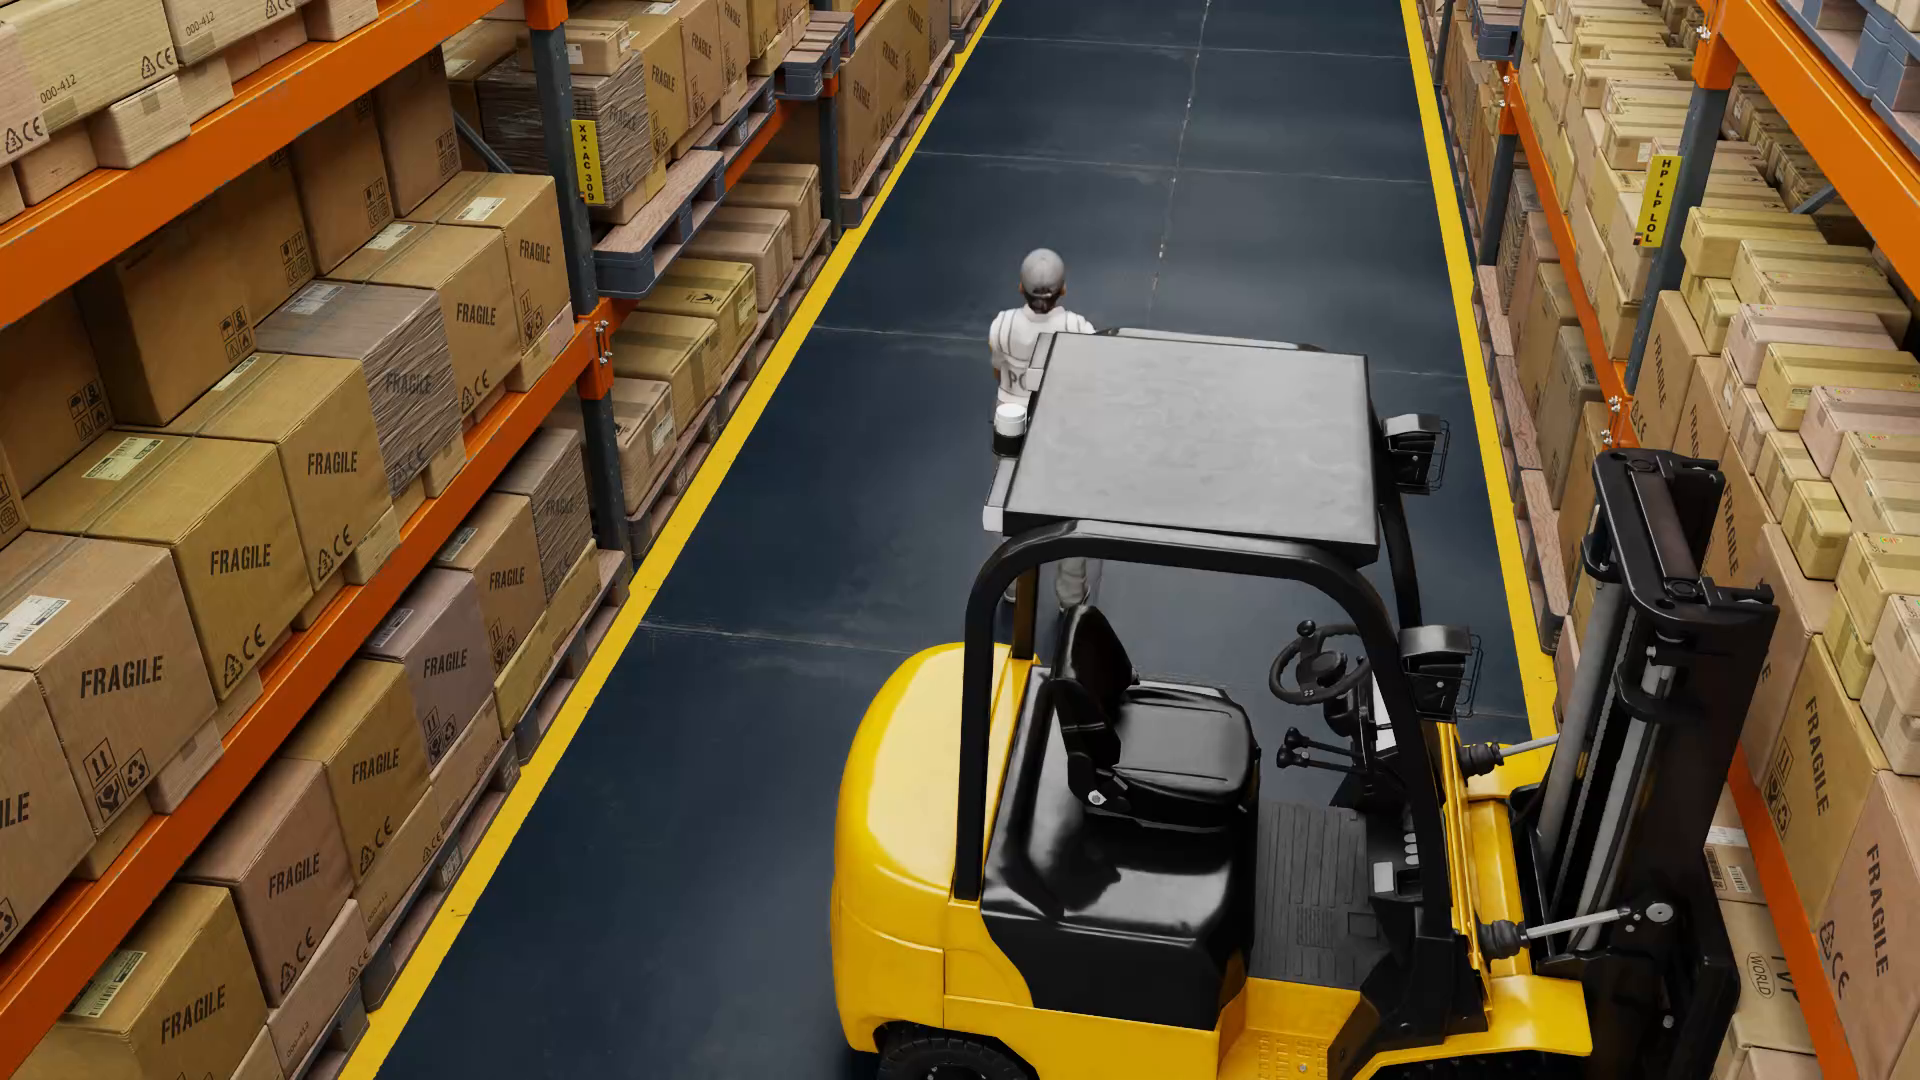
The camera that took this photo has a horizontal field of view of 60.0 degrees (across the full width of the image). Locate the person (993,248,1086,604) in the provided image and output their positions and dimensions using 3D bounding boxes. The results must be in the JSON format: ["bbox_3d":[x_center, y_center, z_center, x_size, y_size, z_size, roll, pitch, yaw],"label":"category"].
[{"bbox_3d":[0.360,-0.499,6.862,0.444,1.584,0.534,6,33,9],"label":"person"}]
